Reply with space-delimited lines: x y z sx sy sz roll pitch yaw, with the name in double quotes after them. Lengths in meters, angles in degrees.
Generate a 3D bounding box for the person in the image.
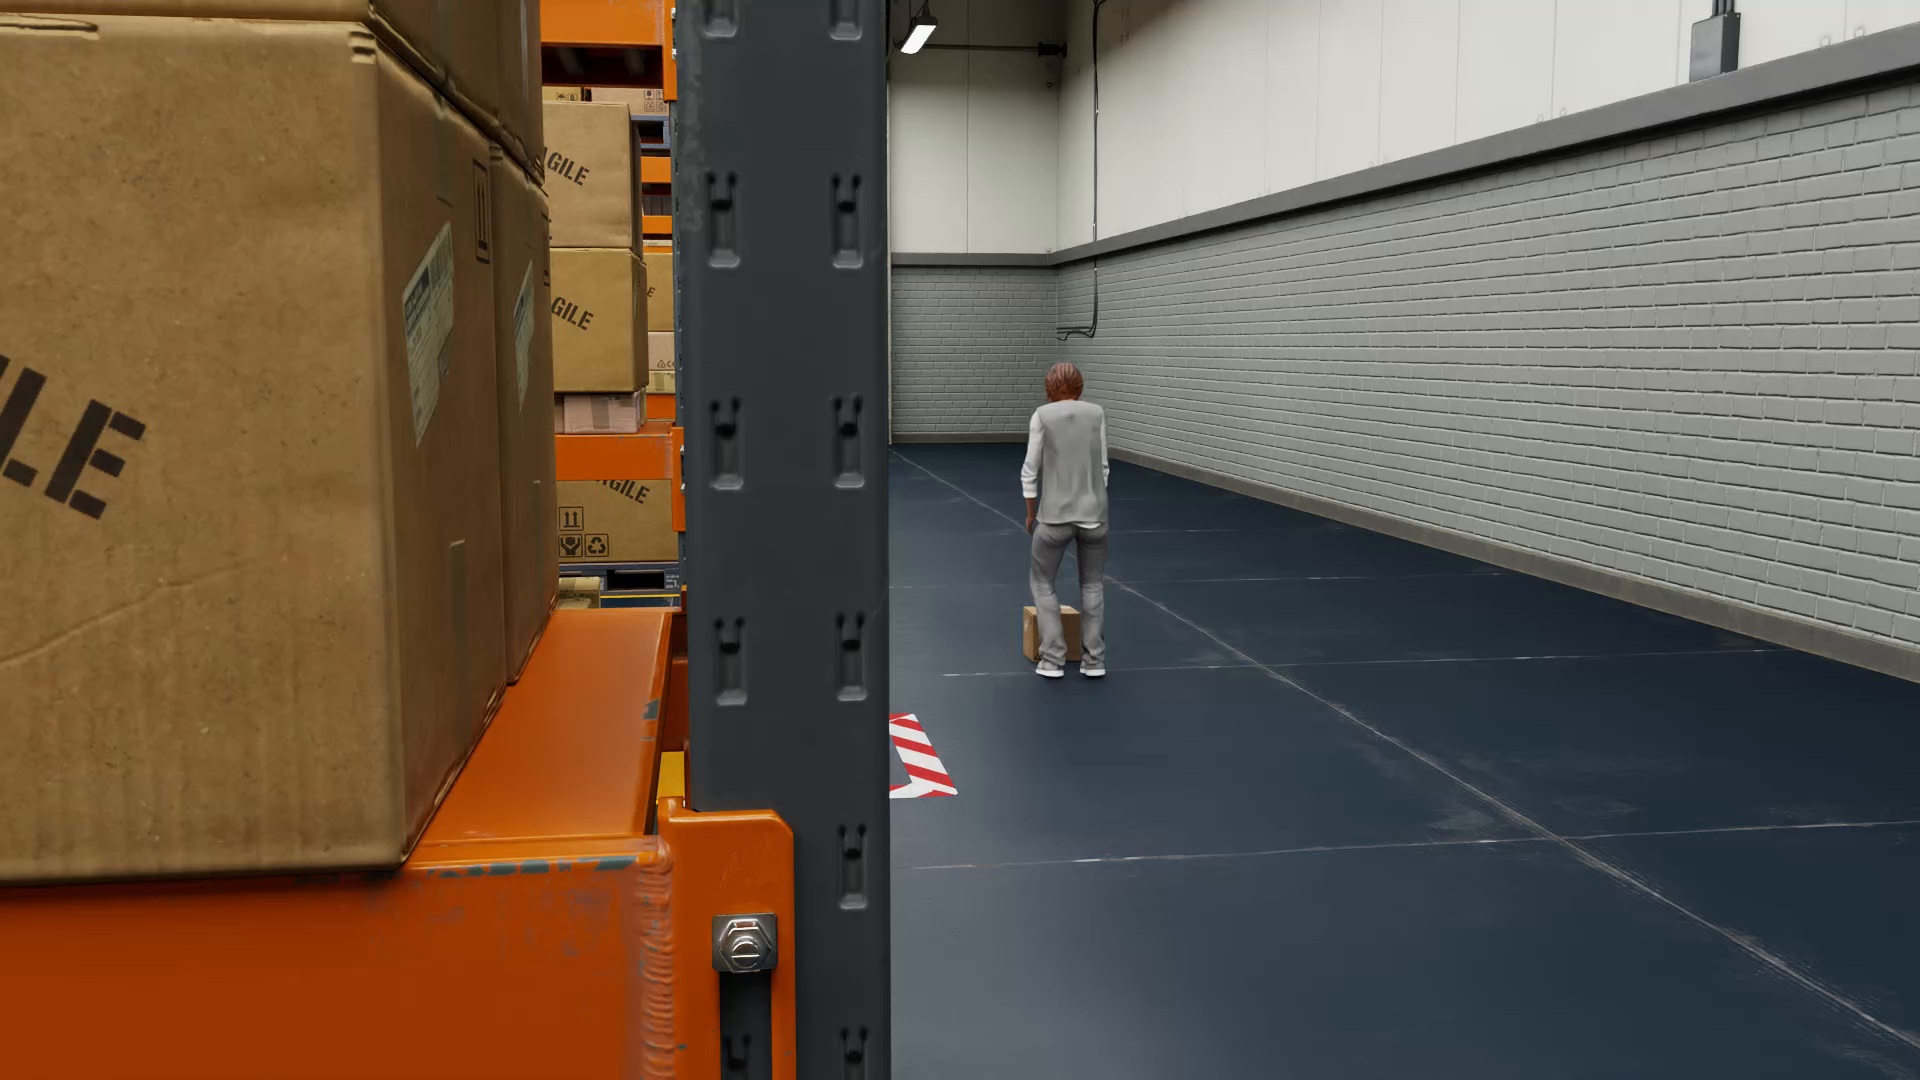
0.516 -0.093 8.107 0.433 1.538 0.418 -1 7 -7 "person"
